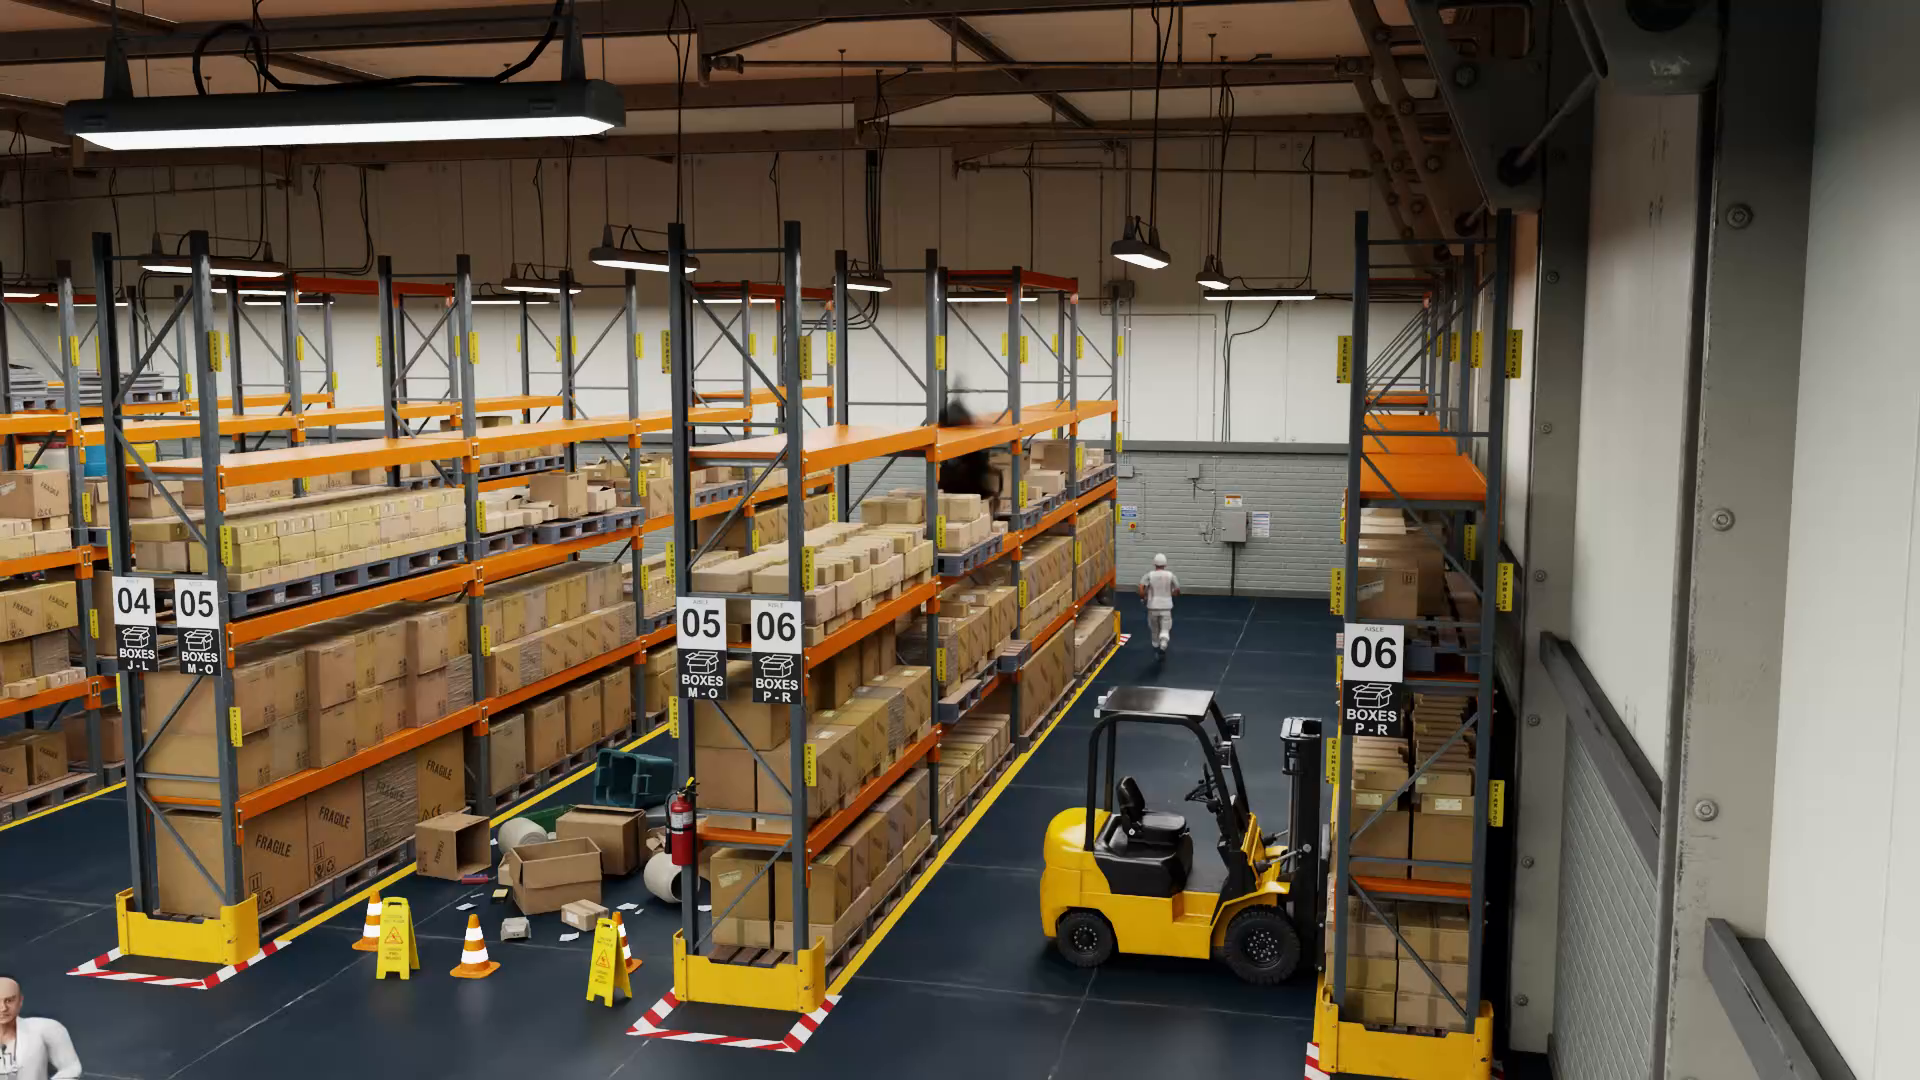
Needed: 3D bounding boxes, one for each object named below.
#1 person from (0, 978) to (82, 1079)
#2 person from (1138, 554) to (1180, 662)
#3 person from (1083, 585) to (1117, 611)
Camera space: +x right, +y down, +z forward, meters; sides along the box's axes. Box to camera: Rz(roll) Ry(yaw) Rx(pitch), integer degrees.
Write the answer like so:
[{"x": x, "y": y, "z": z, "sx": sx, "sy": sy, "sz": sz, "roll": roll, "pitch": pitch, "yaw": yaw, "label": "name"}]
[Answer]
[{"x": -5.120, "y": 3.214, "z": 8.965, "sx": 0.720, "sy": 1.747, "sz": 0.917, "roll": -4, "pitch": 8, "yaw": -31, "label": "person"}, {"x": 3.131, "y": 1.087, "z": 26.149, "sx": 0.658, "sy": 1.768, "sz": 0.971, "roll": 1, "pitch": 7, "yaw": 8, "label": "person"}, {"x": 2.353, "y": 0.709, "z": 29.604, "sx": 0.930, "sy": 1.664, "sz": 0.699, "roll": 7, "pitch": 10, "yaw": 43, "label": "person"}]
